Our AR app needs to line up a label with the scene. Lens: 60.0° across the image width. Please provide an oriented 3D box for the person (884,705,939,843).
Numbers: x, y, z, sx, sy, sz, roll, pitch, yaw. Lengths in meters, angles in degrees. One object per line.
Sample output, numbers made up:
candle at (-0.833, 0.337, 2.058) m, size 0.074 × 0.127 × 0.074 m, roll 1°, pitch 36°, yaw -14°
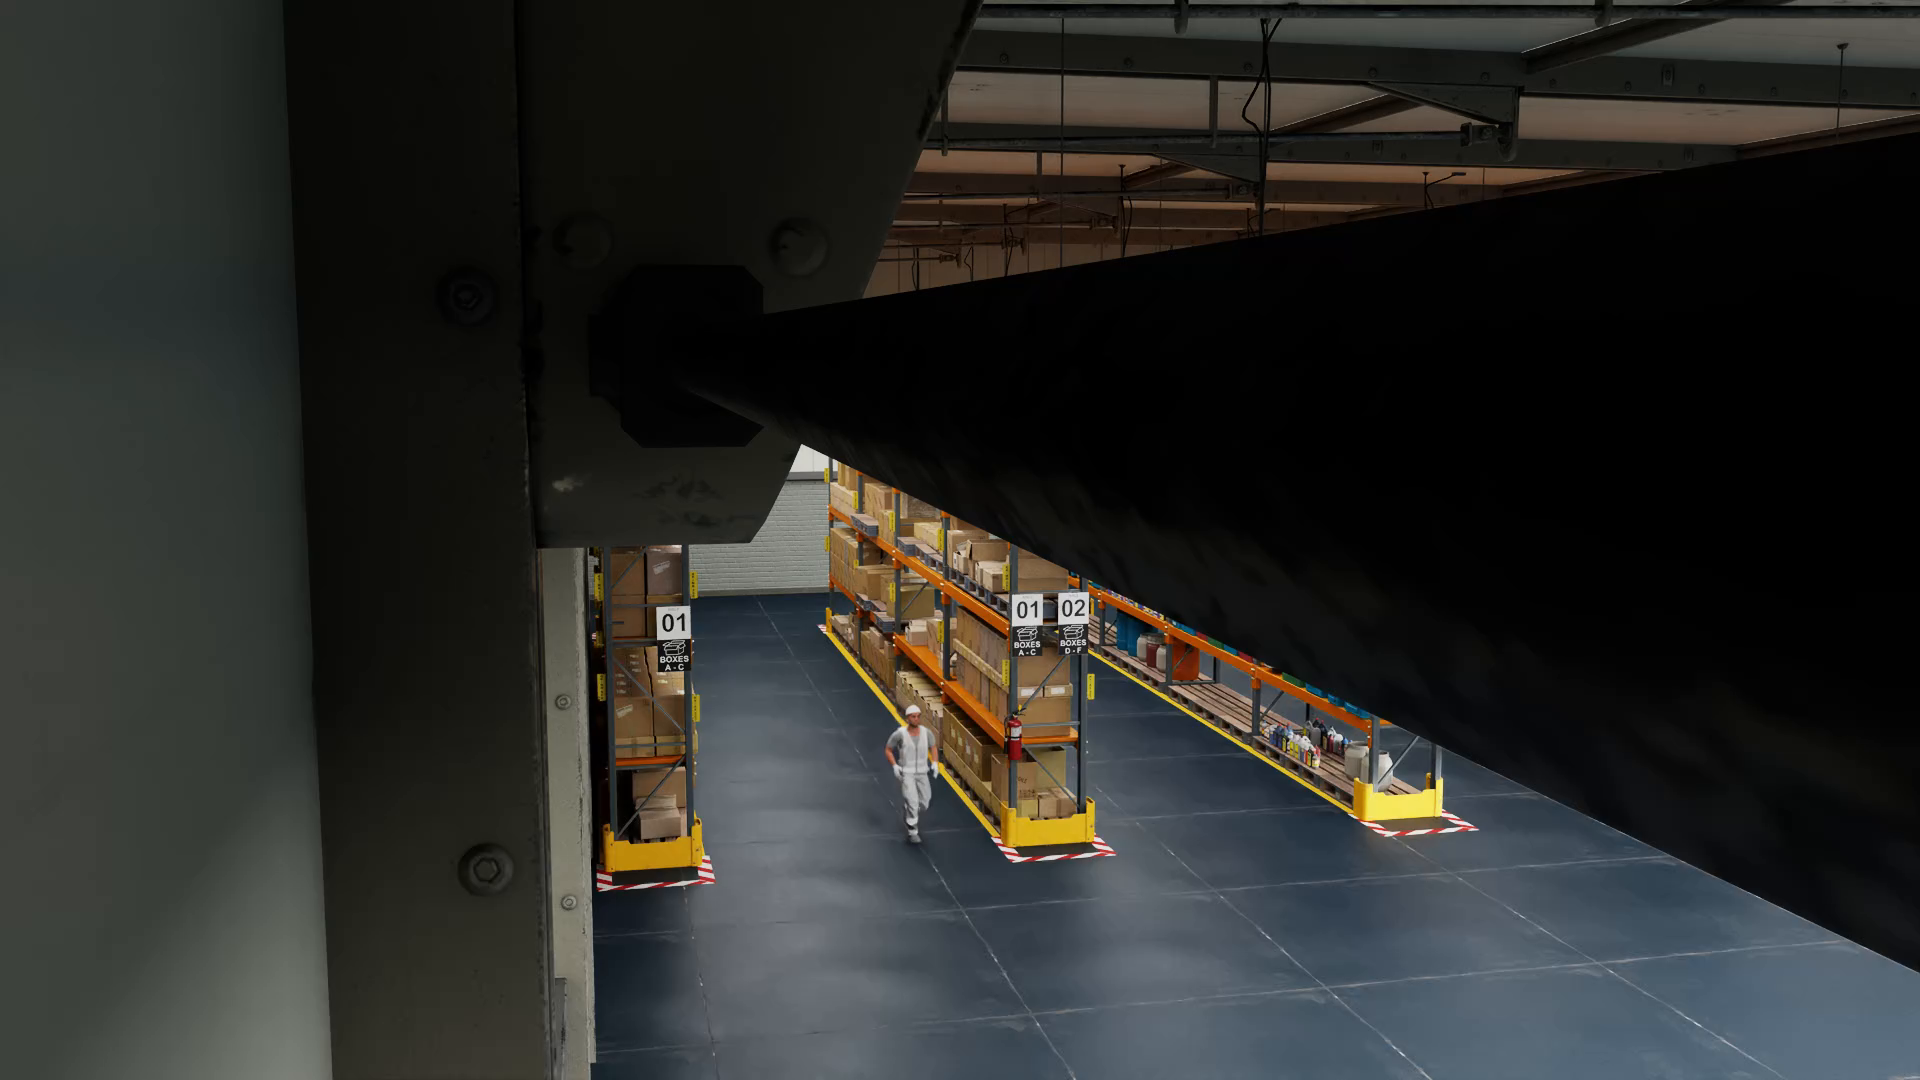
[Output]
person at (-0.620, 2.947, 21.219) m, size 0.694 × 1.730 × 0.709 m, roll -3°, pitch 7°, yaw -22°
